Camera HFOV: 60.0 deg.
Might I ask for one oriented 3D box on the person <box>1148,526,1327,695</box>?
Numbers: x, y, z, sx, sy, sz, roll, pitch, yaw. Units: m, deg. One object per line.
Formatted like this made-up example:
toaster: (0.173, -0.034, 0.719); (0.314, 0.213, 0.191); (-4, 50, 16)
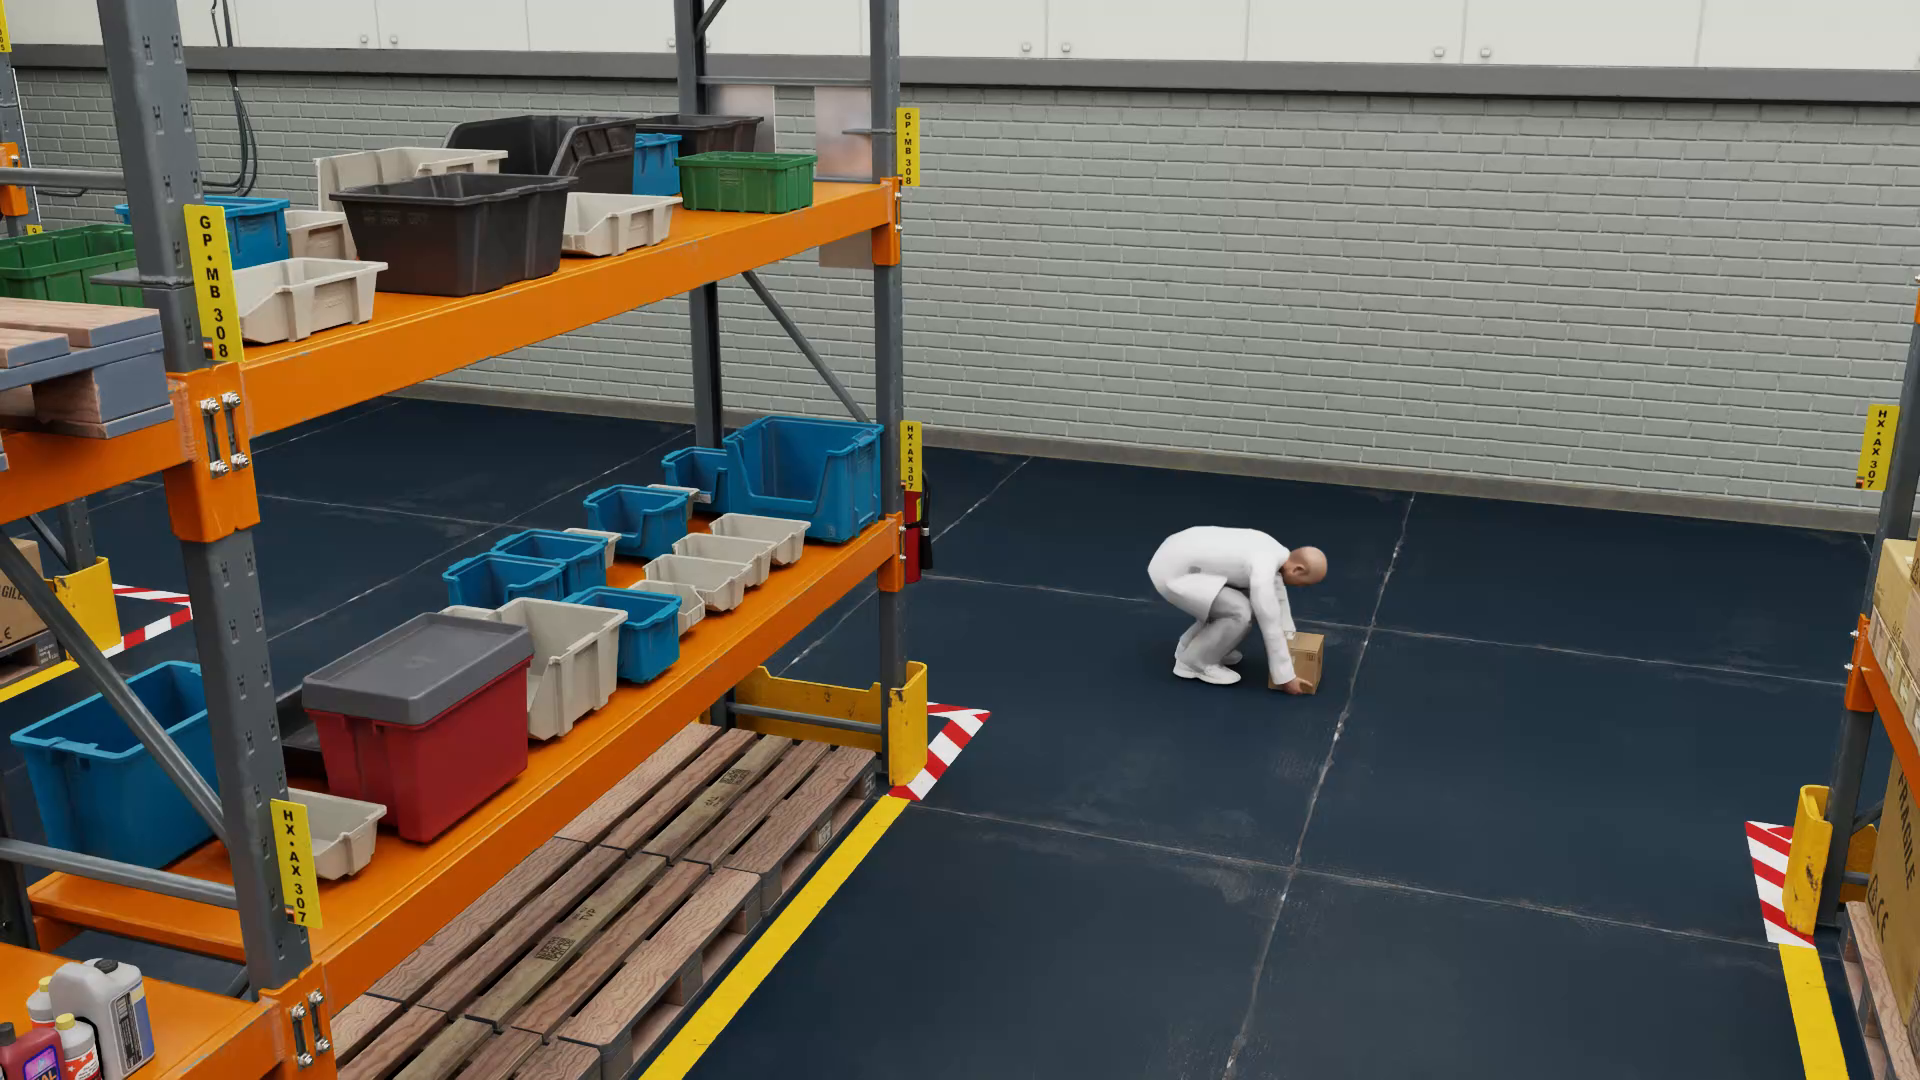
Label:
person: (1.494, 0.356, 9.048); (0.952, 0.849, 0.581); (6, 19, 17)
